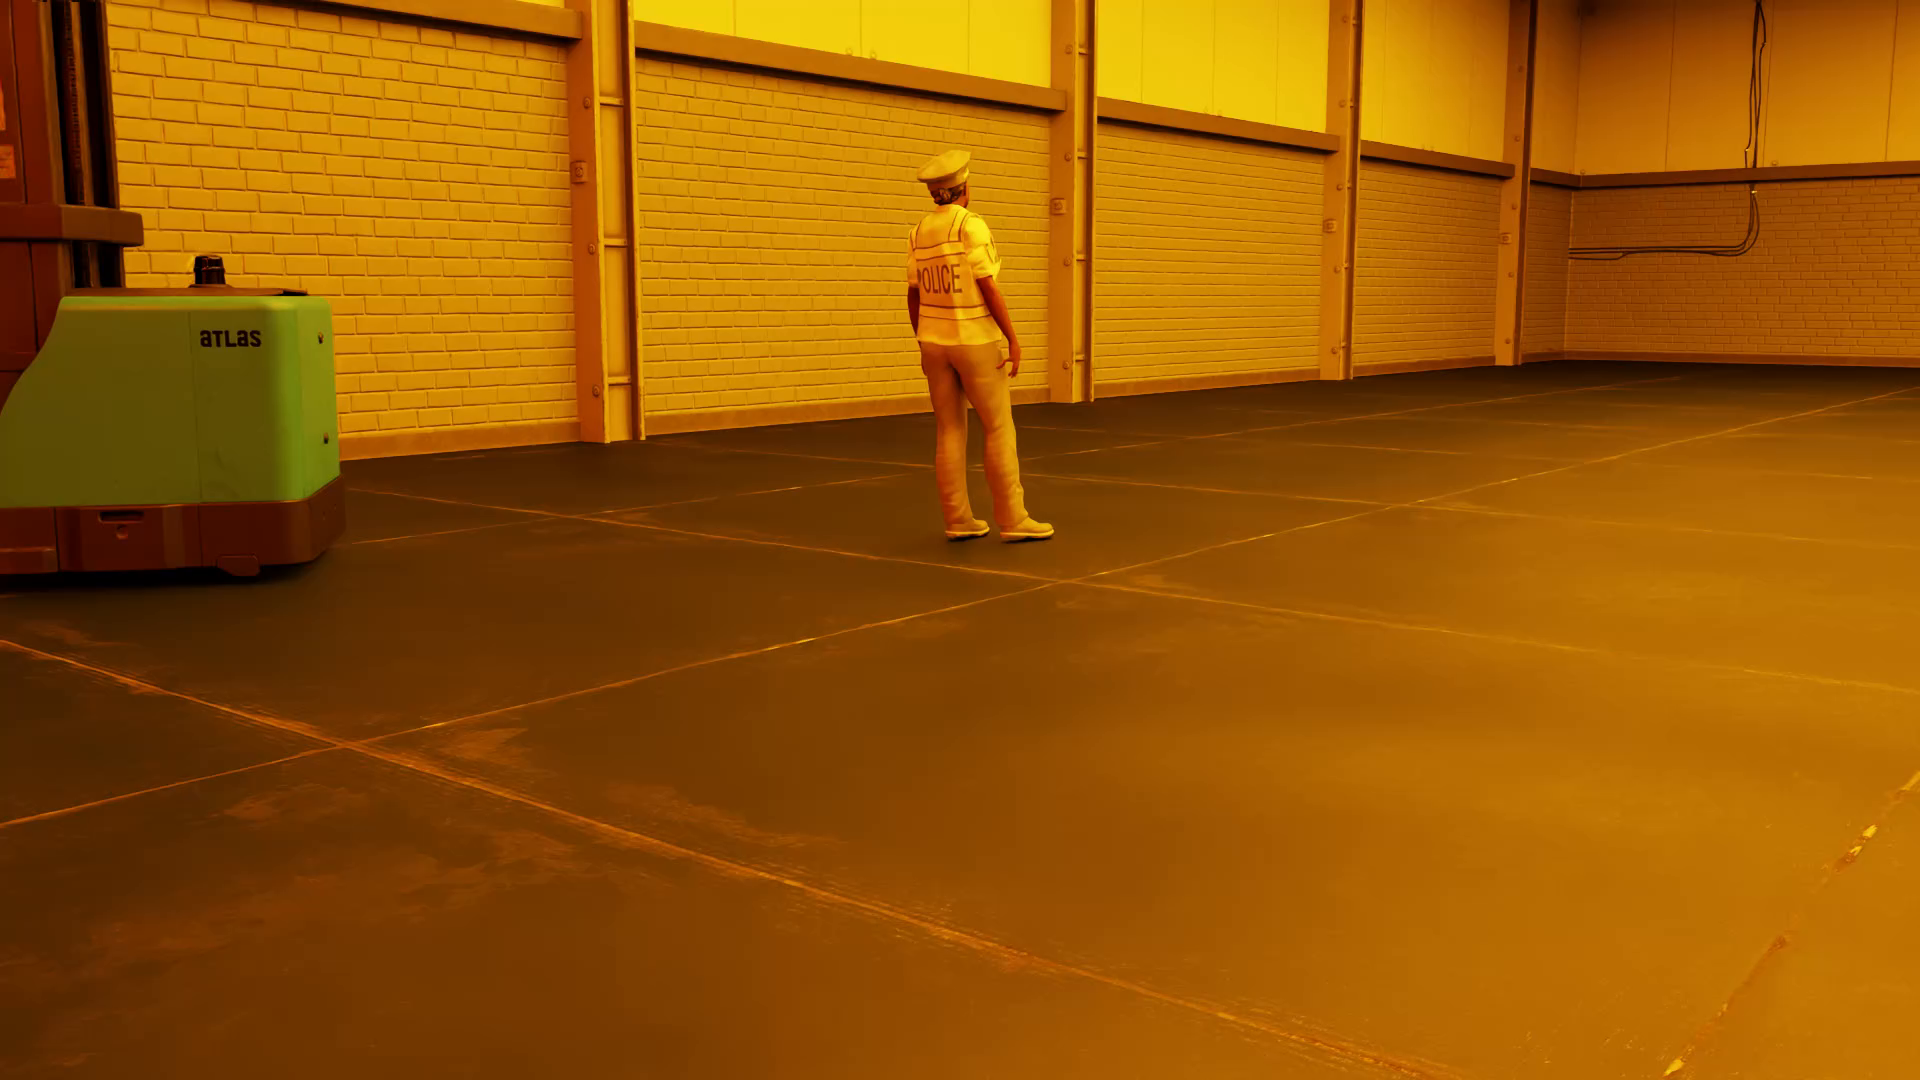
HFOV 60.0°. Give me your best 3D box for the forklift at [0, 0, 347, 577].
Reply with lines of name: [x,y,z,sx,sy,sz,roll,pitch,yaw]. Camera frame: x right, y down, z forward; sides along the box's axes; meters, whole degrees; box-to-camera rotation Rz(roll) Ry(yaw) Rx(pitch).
forklift: [-4.052,-1.317,6.282,3.031,2.935,1.130,-2,9,-12]

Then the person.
person: [0.062,-0.852,7.326,0.570,1.695,0.530,7,11,38]
